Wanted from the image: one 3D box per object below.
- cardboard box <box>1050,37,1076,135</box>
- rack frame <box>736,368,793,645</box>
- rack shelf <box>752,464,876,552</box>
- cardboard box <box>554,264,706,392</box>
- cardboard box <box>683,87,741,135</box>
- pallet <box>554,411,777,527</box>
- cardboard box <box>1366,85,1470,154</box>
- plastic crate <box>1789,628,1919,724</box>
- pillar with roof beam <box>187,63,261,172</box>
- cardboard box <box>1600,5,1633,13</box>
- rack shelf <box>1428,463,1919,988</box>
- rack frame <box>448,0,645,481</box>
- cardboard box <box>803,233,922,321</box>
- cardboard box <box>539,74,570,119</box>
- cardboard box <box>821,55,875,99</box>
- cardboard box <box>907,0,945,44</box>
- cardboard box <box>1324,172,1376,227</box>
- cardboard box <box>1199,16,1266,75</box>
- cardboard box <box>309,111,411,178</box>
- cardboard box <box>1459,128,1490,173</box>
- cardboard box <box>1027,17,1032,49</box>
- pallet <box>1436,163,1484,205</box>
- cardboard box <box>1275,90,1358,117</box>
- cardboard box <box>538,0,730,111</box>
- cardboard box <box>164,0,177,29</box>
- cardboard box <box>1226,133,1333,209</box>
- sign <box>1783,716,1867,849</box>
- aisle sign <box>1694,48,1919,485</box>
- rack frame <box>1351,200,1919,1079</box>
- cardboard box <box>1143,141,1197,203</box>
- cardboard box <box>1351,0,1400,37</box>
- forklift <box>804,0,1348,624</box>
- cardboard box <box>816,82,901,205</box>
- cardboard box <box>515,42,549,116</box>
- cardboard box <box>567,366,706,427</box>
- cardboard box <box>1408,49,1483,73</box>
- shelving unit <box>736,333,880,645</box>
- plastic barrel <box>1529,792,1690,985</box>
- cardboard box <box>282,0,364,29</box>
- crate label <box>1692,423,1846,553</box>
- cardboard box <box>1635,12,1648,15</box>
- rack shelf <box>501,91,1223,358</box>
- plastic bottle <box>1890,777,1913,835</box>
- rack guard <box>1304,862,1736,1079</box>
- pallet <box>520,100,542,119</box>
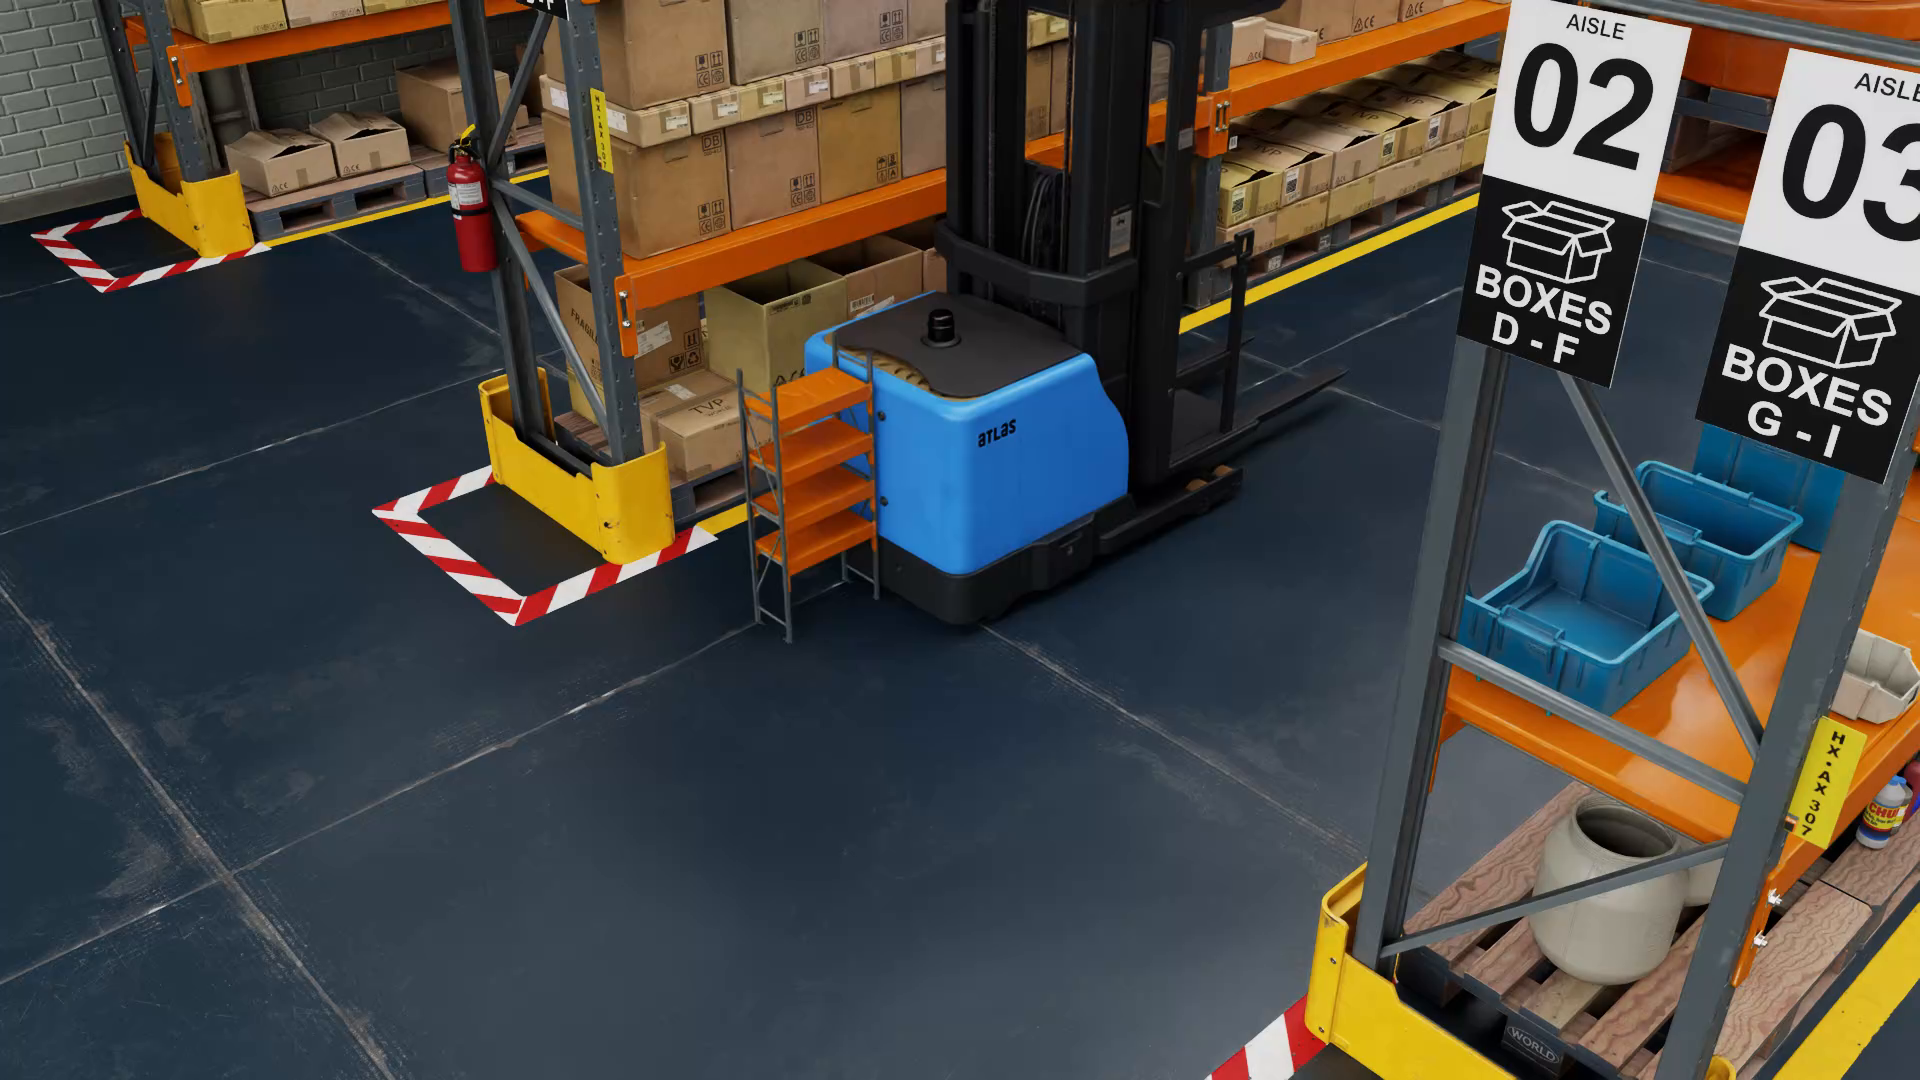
[{"bbox_3d":[0.426,-2.558,8.962,0.500,0.500,0.700,-26,40,-36],"label":"cardboard box"},{"bbox_3d":[-0.795,-0.117,6.792,0.015,1.200,0.240,-26,40,-36],"label":"rack frame"},{"bbox_3d":[-0.617,-0.147,6.970,0.480,0.148,0.258,-26,40,-36],"label":"rack shelf"},{"bbox_3d":[-1.613,-1.076,8.148,0.500,0.500,0.500,-26,40,-35],"label":"cardboard box"},{"bbox_3d":[-1.178,-1.916,7.291,0.250,0.149,0.380,-27,41,-37],"label":"cardboard box"},{"bbox_3d":[-1.272,-0.543,8.436,1.213,0.211,1.003,-26,40,-35],"label":"pallet"},{"bbox_3d":[3.097,-2.884,11.286,0.500,0.311,0.500,-26,40,-36],"label":"cardboard box"},{"bbox_3d":[2.436,0.369,4.524,0.250,0.136,0.298,-26,40,-35],"label":"plastic crate"},{"bbox_3d":[-2.322,-4.831,7.024,0.400,9.000,9.100,-26,40,-35],"label":"pillar with roof beam"},{"bbox_3d":[5.349,-4.198,13.714,0.500,0.500,0.500,28,41,37],"label":"cardboard box"},{"bbox_3d":[3.028,0.048,5.486,4.000,0.370,1.077,-26,40,-35],"label":"rack shelf"},{"bbox_3d":[-1.804,-1.446,7.239,0.127,3.000,1.000,-26,40,-35],"label":"rack frame"},{"bbox_3d":[-0.536,-1.237,8.412,0.500,0.500,0.500,-26,40,-35],"label":"cardboard box"},{"bbox_3d":[-1.653,-1.973,7.384,0.250,0.149,0.380,-27,40,-36],"label":"cardboard box"},{"bbox_3d":[-0.614,-2.189,7.736,0.250,0.149,0.380,-27,41,-37],"label":"cardboard box"},{"bbox_3d":[-0.296,-2.767,8.060,0.500,0.500,0.700,-26,40,-35],"label":"cardboard box"},{"bbox_3d":[2.347,-2.284,10.844,0.500,0.250,0.500,-27,41,-37],"label":"cardboard box"},{"bbox_3d":[1.461,-2.992,9.911,0.500,0.250,0.500,-23,38,-33],"label":"cardboard box"},{"bbox_3d":[-4.188,-2.793,11.598,0.500,0.311,0.500,-22,38,-32],"label":"cardboard box"},{"bbox_3d":[3.467,-2.825,11.728,0.500,0.250,0.500,-26,40,-36],"label":"cardboard box"},{"bbox_3d":[0.143,-2.556,8.336,0.250,0.149,0.380,-25,39,-34],"label":"cardboard box"},{"bbox_3d":[3.432,-2.816,12.154,1.213,0.211,1.003,-26,40,-35],"label":"pallet"},{"bbox_3d":[2.347,-2.903,11.318,0.500,0.311,0.500,-26,40,-36],"label":"cardboard box"},{"bbox_3d":[-1.414,-2.221,7.168,0.500,0.500,0.700,-26,40,-35],"label":"cardboard box"},{"bbox_3d":[-4.964,-3.524,10.762,0.500,0.250,0.500,-25,39,-35],"label":"cardboard box"},{"bbox_3d":[1.972,-2.337,10.391,0.500,0.311,0.500,-26,40,-36],"label":"cardboard box"},{"bbox_3d":[1.932,0.545,3.719,0.005,0.325,0.100,-26,40,-35],"label":"sign"},{"bbox_3d":[1.708,-0.521,3.235,0.004,0.787,0.394,-26,40,-35],"label":"aisle sign"},{"bbox_3d":[1.561,0.451,4.138,0.127,3.000,1.000,-26,40,-35],"label":"rack frame"},{"bbox_3d":[1.231,-2.363,10.435,0.500,0.311,0.500,-26,40,-35],"label":"cardboard box"},{"bbox_3d":[2.457,-3.538,10.564,0.500,0.500,0.500,-26,40,-35],"label":"cardboard box"},{"bbox_3d":[0.731,-1.551,7.477,3.031,2.935,1.130,-26,40,-36],"label":"forklift"},{"bbox_3d":[-0.703,-2.011,8.067,0.500,0.500,0.700,-26,40,-35],"label":"cardboard box"},{"bbox_3d":[-2.975,-3.496,12.566,0.500,0.500,0.500,26,40,35],"label":"cardboard box"},{"bbox_3d":[-1.612,-0.755,8.342,0.500,0.250,0.500,-26,40,-35],"label":"cardboard box"},{"bbox_3d":[3.479,-3.455,12.221,0.500,0.311,0.500,-24,39,-34],"label":"cardboard box"},{"bbox_3d":[-0.617,-0.205,6.935,0.503,1.200,0.258,-26,40,-36],"label":"shelving unit"},{"bbox_3d":[1.992,1.070,5.107,0.421,0.512,0.421,0,31,0],"label":"plastic barrel"},{"bbox_3d":[-4.230,-3.525,10.764,0.500,0.250,0.500,-27,41,-37],"label":"cardboard box"},{"bbox_3d":[2.727,-0.321,5.365,0.616,0.435,0.502,-26,40,-35],"label":"crate label"},{"bbox_3d":[5.721,-4.007,13.403,0.500,0.500,0.500,-27,41,-37],"label":"cardboard box"},{"bbox_3d":[-0.337,-1.848,8.586,4.000,0.370,1.077,-26,40,-35],"label":"rack shelf"},{"bbox_3d":[3.179,0.896,5.670,0.097,0.201,0.097,0,31,0],"label":"plastic bottle"},{"bbox_3d":[1.585,1.472,4.863,0.348,0.500,1.175,-26,40,-35],"label":"rack guard"},{"bbox_3d":[-2.710,-3.317,12.972,1.213,0.211,1.003,-26,40,-35],"label":"pallet"}]
